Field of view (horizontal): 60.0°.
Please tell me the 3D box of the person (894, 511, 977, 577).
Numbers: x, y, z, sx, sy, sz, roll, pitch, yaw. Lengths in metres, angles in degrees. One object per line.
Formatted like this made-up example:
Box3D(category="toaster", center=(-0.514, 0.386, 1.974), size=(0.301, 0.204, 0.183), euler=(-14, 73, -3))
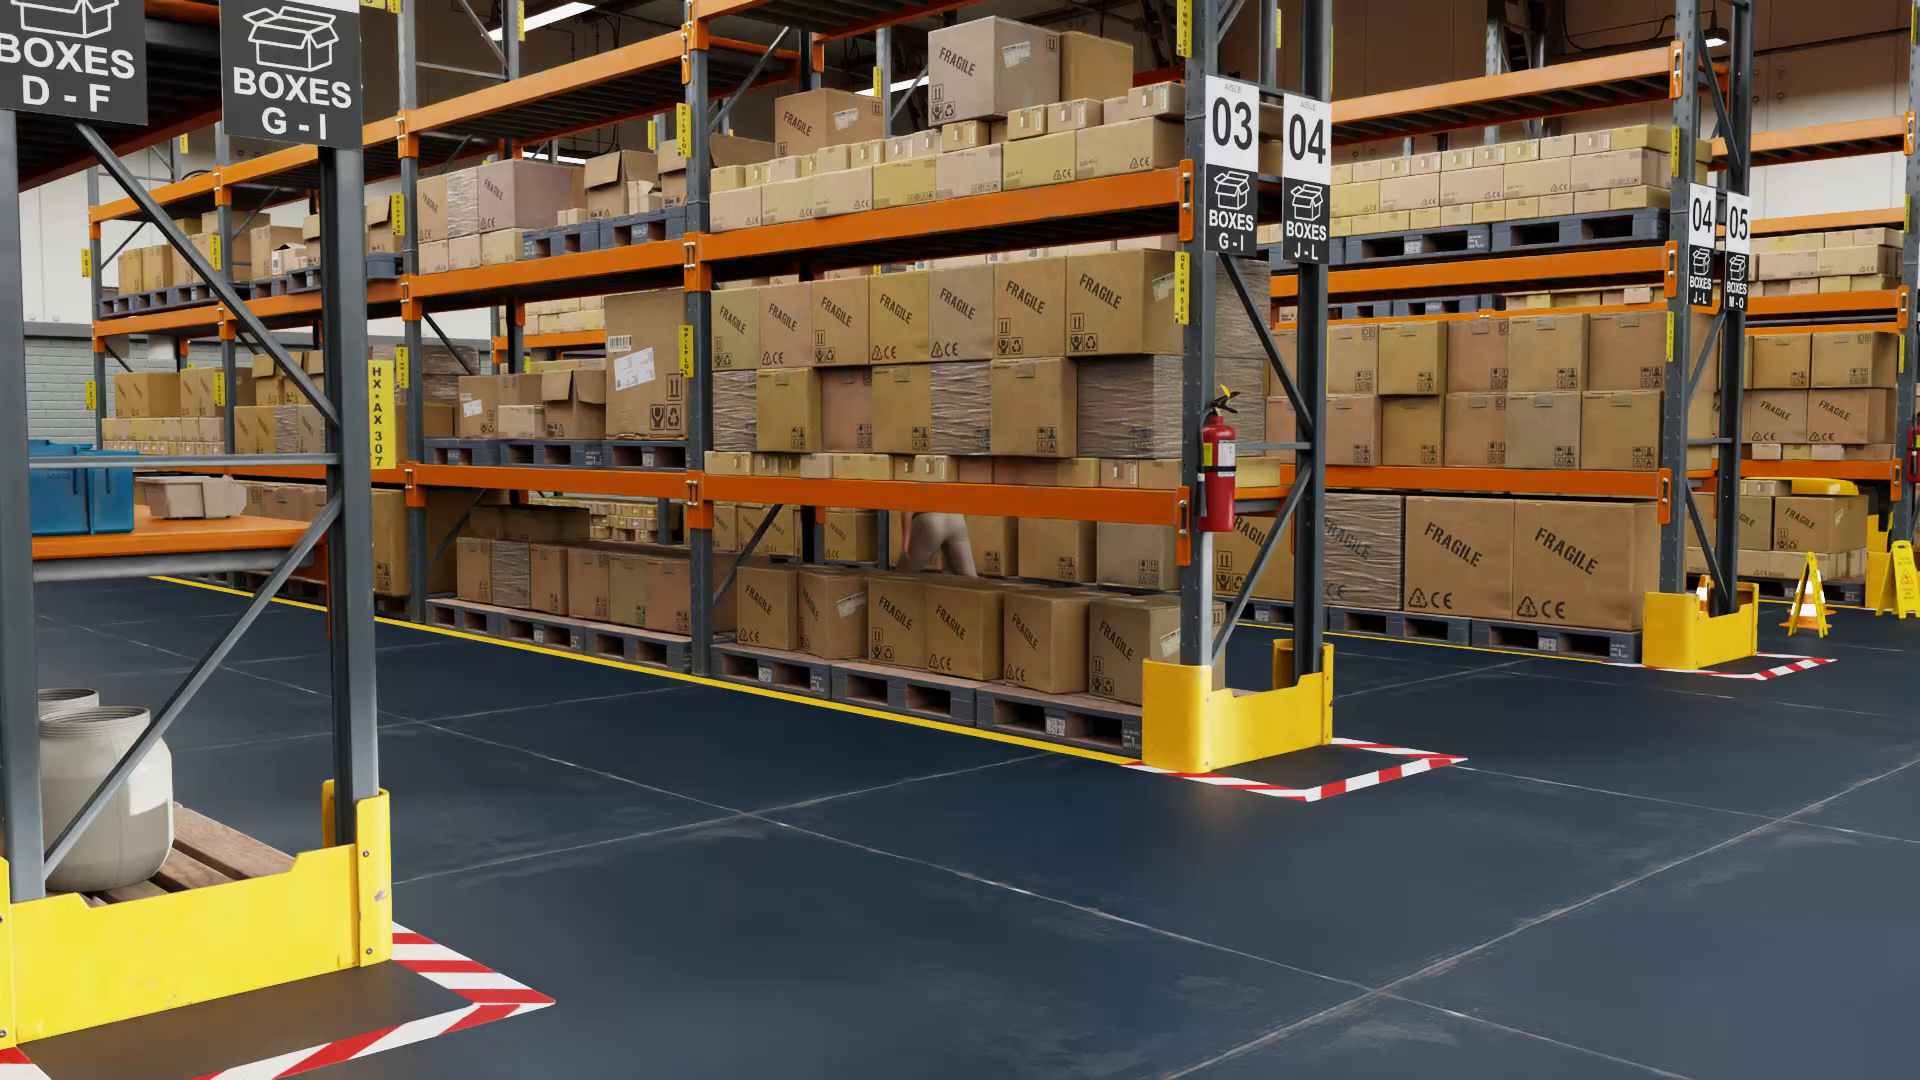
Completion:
Box3D(category="person", center=(-0.186, -0.080, 12.074), size=(0.728, 1.666, 0.948), euler=(-2, 4, -26))
